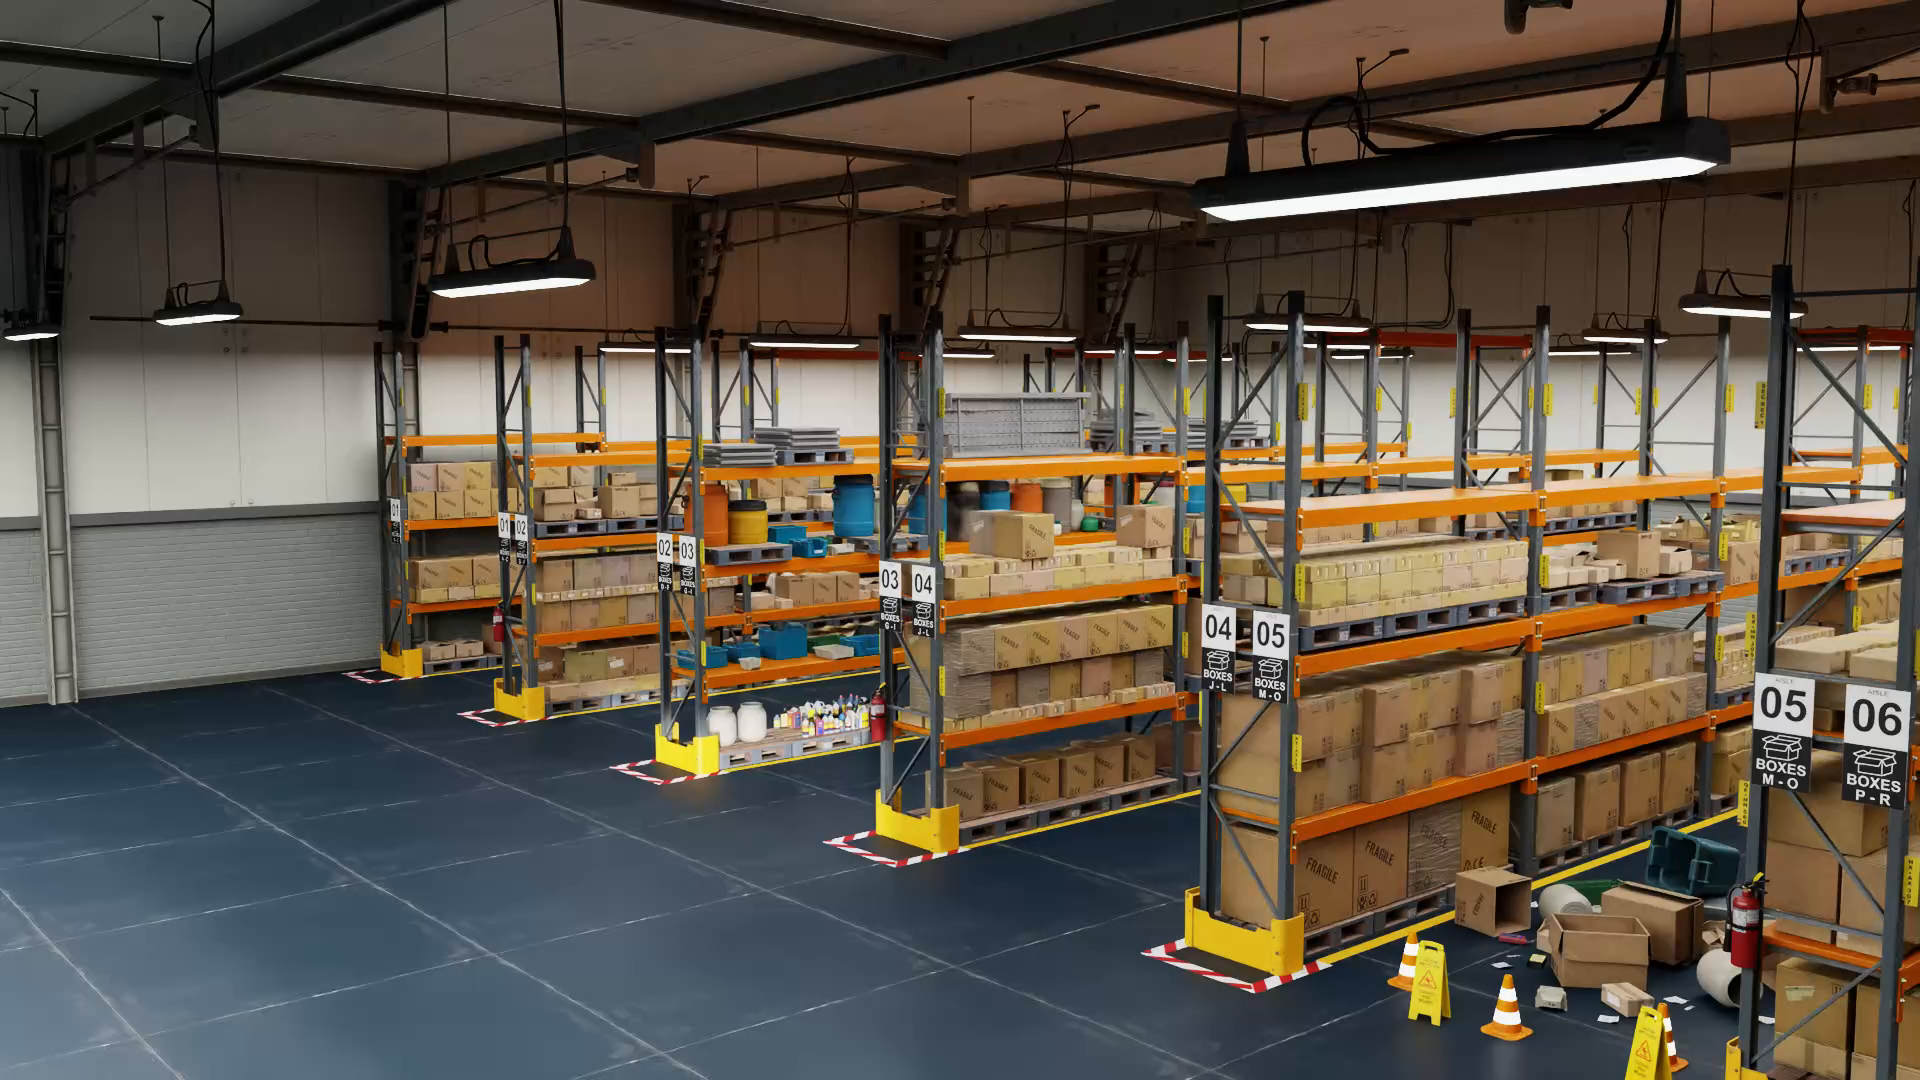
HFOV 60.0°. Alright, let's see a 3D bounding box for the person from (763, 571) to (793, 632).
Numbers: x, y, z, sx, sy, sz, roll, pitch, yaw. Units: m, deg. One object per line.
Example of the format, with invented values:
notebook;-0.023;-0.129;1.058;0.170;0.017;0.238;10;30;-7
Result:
person;-3.592;1.270;33.189;0.656;1.811;0.832;5;7;43
